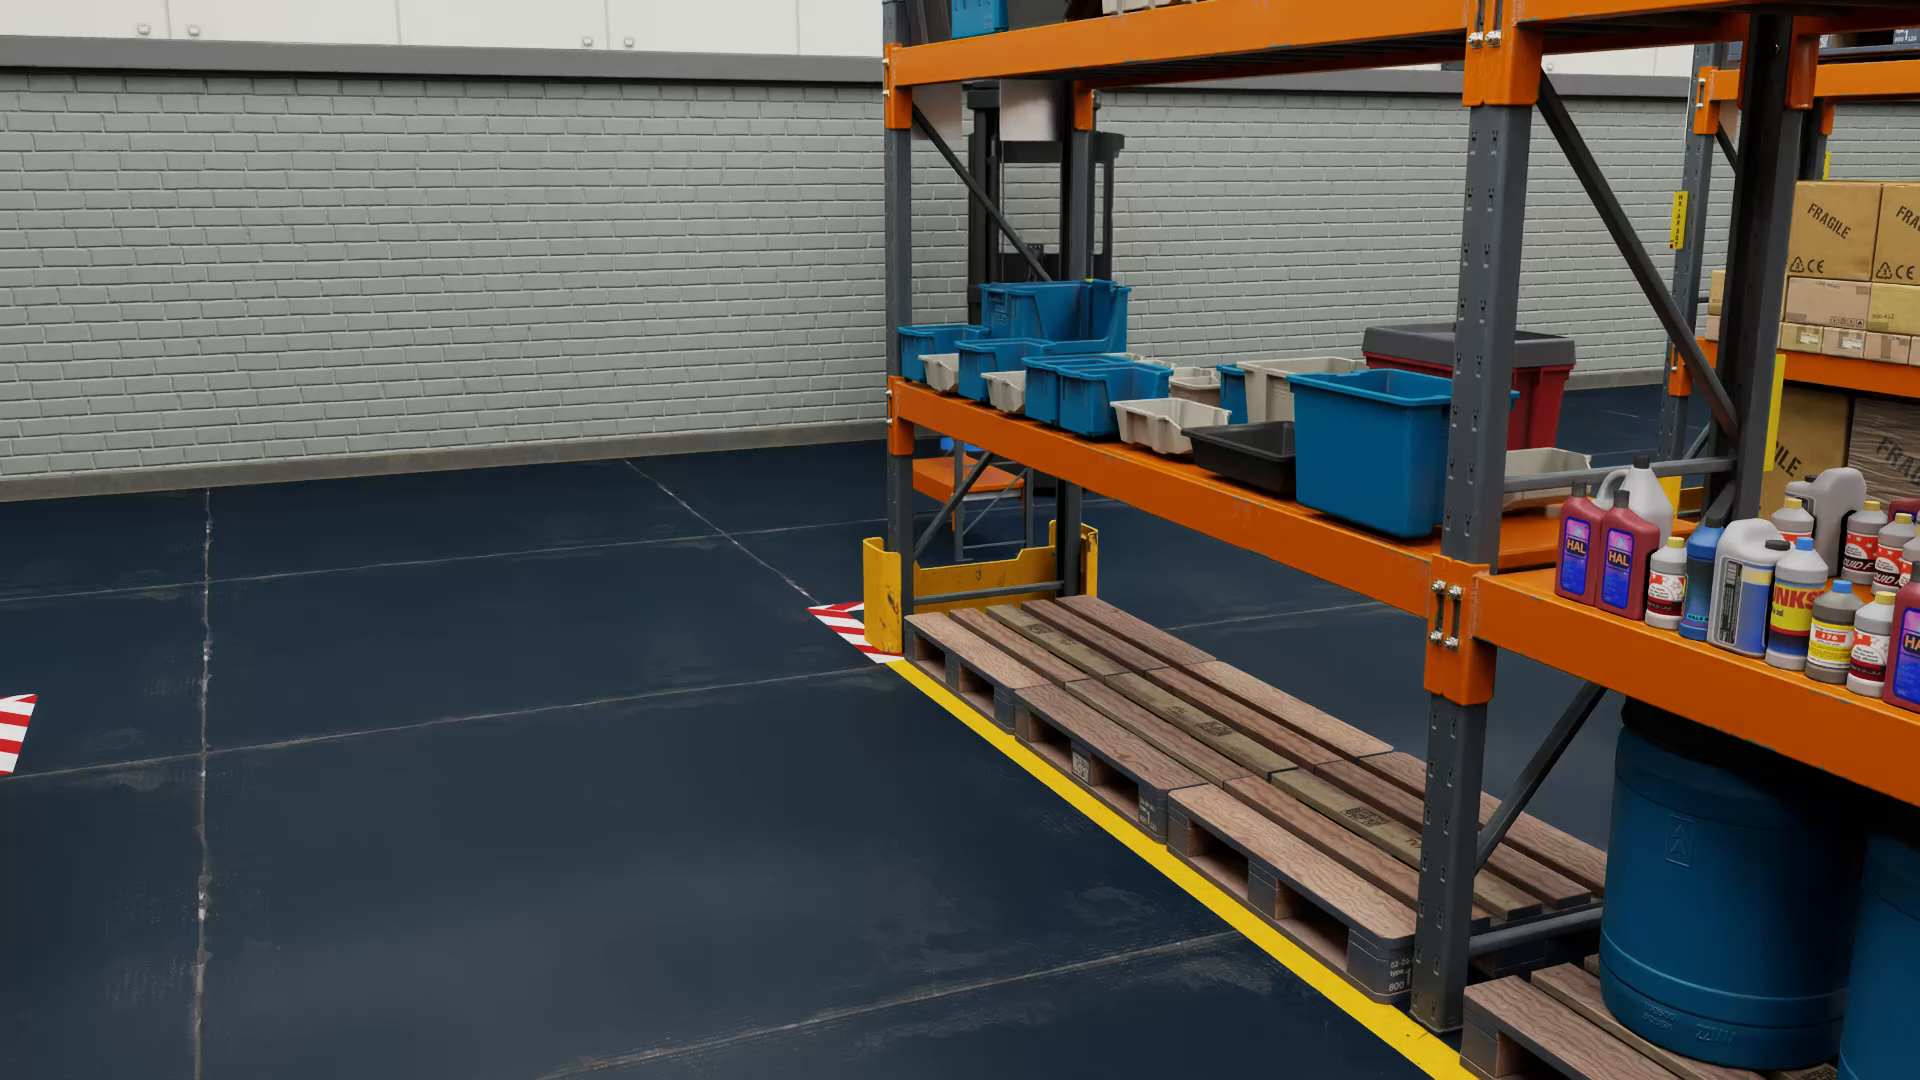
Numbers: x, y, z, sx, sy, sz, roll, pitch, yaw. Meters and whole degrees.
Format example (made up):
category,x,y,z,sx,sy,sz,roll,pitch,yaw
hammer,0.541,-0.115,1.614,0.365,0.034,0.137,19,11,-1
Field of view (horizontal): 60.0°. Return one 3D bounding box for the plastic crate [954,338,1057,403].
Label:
category,x,y,z,sx,sy,sz,roll,pitch,yaw
plastic crate,0.191,-0.723,7.082,0.416,0.233,0.300,-6,14,-23

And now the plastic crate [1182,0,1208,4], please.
category,x,y,z,sx,sy,sz,roll,pitch,yaw
plastic crate,0.874,-1.727,5.114,0.293,0.136,0.466,-6,14,-23

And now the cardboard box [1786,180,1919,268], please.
category,x,y,z,sx,sy,sz,roll,pitch,yaw
cardboard box,5.105,-1.800,9.506,0.500,0.500,0.500,-5,14,-22

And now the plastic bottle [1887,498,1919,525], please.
category,x,y,z,sx,sy,sz,roll,pitch,yaw
plastic bottle,2.321,-0.013,4.034,0.061,0.283,0.133,-6,14,-23

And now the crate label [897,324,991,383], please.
category,x,y,z,sx,sy,sz,roll,pitch,yaw
crate label,-0.072,-0.860,7.669,0.416,0.233,0.303,-6,14,-23

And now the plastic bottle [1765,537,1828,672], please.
category,x,y,z,sx,sy,sz,roll,pitch,yaw
plastic bottle,1.737,0.129,3.447,0.097,0.271,0.097,0,13,0

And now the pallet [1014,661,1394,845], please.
category,x,y,z,sx,sy,sz,roll,pitch,yaw
pallet,0.910,0.792,6.482,1.003,0.211,1.213,-6,14,-23

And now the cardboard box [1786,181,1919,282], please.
category,x,y,z,sx,sy,sz,roll,pitch,yaw
cardboard box,4.814,-1.650,8.858,0.500,0.500,0.500,-6,14,-24

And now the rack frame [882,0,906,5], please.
category,x,y,z,sx,sy,sz,roll,pitch,yaw
rack frame,0.130,-3.915,7.330,1.000,3.000,0.127,-6,14,-23

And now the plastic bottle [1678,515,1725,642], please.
category,x,y,z,sx,sy,sz,roll,pitch,yaw
plastic bottle,1.644,0.081,3.654,0.097,0.271,0.097,0,13,0

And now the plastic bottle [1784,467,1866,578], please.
category,x,y,z,sx,sy,sz,roll,pitch,yaw
plastic bottle,2.187,-0.054,4.224,0.152,0.276,0.135,-6,14,-23

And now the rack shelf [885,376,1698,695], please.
category,x,y,z,sx,sy,sz,roll,pitch,yaw
rack shelf,0.932,-0.229,6.302,1.077,0.370,4.000,-6,14,-23

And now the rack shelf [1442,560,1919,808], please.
category,x,y,z,sx,sy,sz,roll,pitch,yaw
rack shelf,2.534,0.598,2.731,1.077,0.370,4.000,-6,14,-23

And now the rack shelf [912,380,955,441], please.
category,x,y,z,sx,sy,sz,roll,pitch,yaw
rack shelf,-0.003,-0.835,10.183,0.538,0.278,1.000,-6,14,-23

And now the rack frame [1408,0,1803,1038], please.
category,x,y,z,sx,sy,sz,roll,pitch,yaw
rack frame,1.733,-0.166,4.435,1.000,3.000,0.127,-6,14,-23

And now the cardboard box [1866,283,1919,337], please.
category,x,y,z,sx,sy,sz,roll,pitch,yaw
cardboard box,5.026,-1.177,8.477,0.500,0.250,0.500,-6,14,-25

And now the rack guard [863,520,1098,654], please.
category,x,y,z,sx,sy,sz,roll,pitch,yaw
rack guard,0.109,0.221,8.304,1.175,0.500,0.348,-6,14,-23

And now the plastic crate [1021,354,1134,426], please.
category,x,y,z,sx,sy,sz,roll,pitch,yaw
plastic crate,0.455,-0.587,6.494,0.416,0.233,0.300,-6,14,-23

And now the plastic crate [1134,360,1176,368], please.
category,x,y,z,sx,sy,sz,roll,pitch,yaw
plastic crate,0.726,-0.680,7.107,0.396,0.136,0.243,-6,14,-23

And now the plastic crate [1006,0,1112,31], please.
category,x,y,z,sx,sy,sz,roll,pitch,yaw
plastic crate,0.490,-2.083,6.204,0.504,0.338,0.767,-6,14,-23

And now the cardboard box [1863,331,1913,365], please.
category,x,y,z,sx,sy,sz,roll,pitch,yaw
cardboard box,4.922,-1.002,8.605,0.380,0.149,0.250,-6,14,-24

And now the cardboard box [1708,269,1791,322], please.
category,x,y,z,sx,sy,sz,roll,pitch,yaw
cardboard box,4.613,-1.388,9.389,0.500,0.250,0.500,-6,14,-24

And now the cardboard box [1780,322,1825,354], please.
category,x,y,z,sx,sy,sz,roll,pitch,yaw
cardboard box,4.715,-1.109,9.065,0.380,0.149,0.250,-6,14,-24

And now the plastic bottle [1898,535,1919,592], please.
category,x,y,z,sx,sy,sz,roll,pitch,yaw
plastic bottle,2.226,0.073,3.841,0.097,0.201,0.097,0,13,0

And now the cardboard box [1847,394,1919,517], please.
category,x,y,z,sx,sy,sz,roll,pitch,yaw
cardboard box,5.363,-0.296,8.779,0.875,0.875,0.875,-6,14,-23

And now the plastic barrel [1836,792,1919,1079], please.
category,x,y,z,sx,sy,sz,roll,pitch,yaw
plastic barrel,2.219,0.912,3.500,0.600,0.901,0.708,-6,14,-23

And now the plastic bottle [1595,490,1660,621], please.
category,x,y,z,sx,sy,sz,roll,pitch,yaw
plastic bottle,1.542,0.033,3.836,0.061,0.283,0.133,-6,14,-23

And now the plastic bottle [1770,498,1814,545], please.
category,x,y,z,sx,sy,sz,roll,pitch,yaw
plastic bottle,2.080,-0.002,4.167,0.097,0.201,0.097,0,13,0

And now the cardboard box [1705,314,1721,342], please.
category,x,y,z,sx,sy,sz,roll,pitch,yaw
cardboard box,4.508,-1.214,9.522,0.380,0.149,0.250,-5,14,-22

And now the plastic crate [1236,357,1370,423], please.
category,x,y,z,sx,sy,sz,roll,pitch,yaw
plastic crate,1.290,-0.470,5.877,0.437,0.282,0.530,-6,14,-23

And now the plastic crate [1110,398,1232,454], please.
category,x,y,z,sx,sy,sz,roll,pitch,yaw
plastic crate,0.760,-0.400,5.896,0.293,0.136,0.466,-6,14,-23

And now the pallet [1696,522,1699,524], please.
category,x,y,z,sx,sy,sz,roll,pitch,yaw
pallet,5.061,0.077,9.570,1.003,0.211,1.213,-6,14,-23

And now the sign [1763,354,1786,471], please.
category,x,y,z,sx,sy,sz,roll,pitch,yaw
sign,2.237,-0.350,4.617,0.100,0.325,0.005,-6,14,-23

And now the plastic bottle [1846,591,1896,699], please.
category,x,y,z,sx,sy,sz,roll,pitch,yaw
plastic bottle,1.815,0.203,3.281,0.097,0.201,0.097,0,13,0

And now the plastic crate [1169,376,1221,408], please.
category,x,y,z,sx,sy,sz,roll,pitch,yaw
plastic crate,0.995,-0.565,6.611,0.298,0.136,0.250,-6,14,-23

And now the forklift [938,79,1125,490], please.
category,x,y,z,sx,sy,sz,roll,pitch,yaw
forklift,0.653,-2.066,12.798,1.130,2.935,3.031,3,13,12

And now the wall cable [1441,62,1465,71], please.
category,x,y,z,sx,sy,sz,roll,pitch,yaw
wall cable,5.562,-7.410,15.293,2.277,5.999,0.120,-6,14,-23

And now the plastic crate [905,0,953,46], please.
category,x,y,z,sx,sy,sz,roll,pitch,yaw
plastic crate,0.029,-2.286,7.230,0.497,0.269,0.590,-6,14,-23

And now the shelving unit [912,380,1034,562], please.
category,x,y,z,sx,sy,sz,roll,pitch,yaw
shelving unit,-0.003,-0.549,10.249,0.538,1.125,1.048,-6,14,-23

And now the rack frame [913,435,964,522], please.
category,x,y,z,sx,sy,sz,roll,pitch,yaw
rack frame,-0.206,-0.654,10.703,0.500,1.125,0.032,-6,14,-23

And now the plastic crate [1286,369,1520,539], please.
category,x,y,z,sx,sy,sz,roll,pitch,yaw
plastic crate,1.233,-0.253,4.714,0.392,0.384,0.575,-6,14,-23

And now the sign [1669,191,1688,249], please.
category,x,y,z,sx,sy,sz,roll,pitch,yaw
sign,4.158,-1.851,9.621,0.100,0.325,0.005,-6,14,-23

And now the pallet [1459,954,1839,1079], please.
category,x,y,z,sx,sy,sz,roll,pitch,yaw
pallet,2.004,1.356,4.045,1.003,0.211,1.213,-6,14,-23

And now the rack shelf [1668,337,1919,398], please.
category,x,y,z,sx,sy,sz,roll,pitch,yaw
rack shelf,5.470,-0.676,8.235,1.077,0.370,4.000,-6,14,-23

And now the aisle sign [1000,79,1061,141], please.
category,x,y,z,sx,sy,sz,roll,pitch,yaw
aisle sign,0.370,-2.300,7.892,0.394,0.787,0.004,-6,14,-23
